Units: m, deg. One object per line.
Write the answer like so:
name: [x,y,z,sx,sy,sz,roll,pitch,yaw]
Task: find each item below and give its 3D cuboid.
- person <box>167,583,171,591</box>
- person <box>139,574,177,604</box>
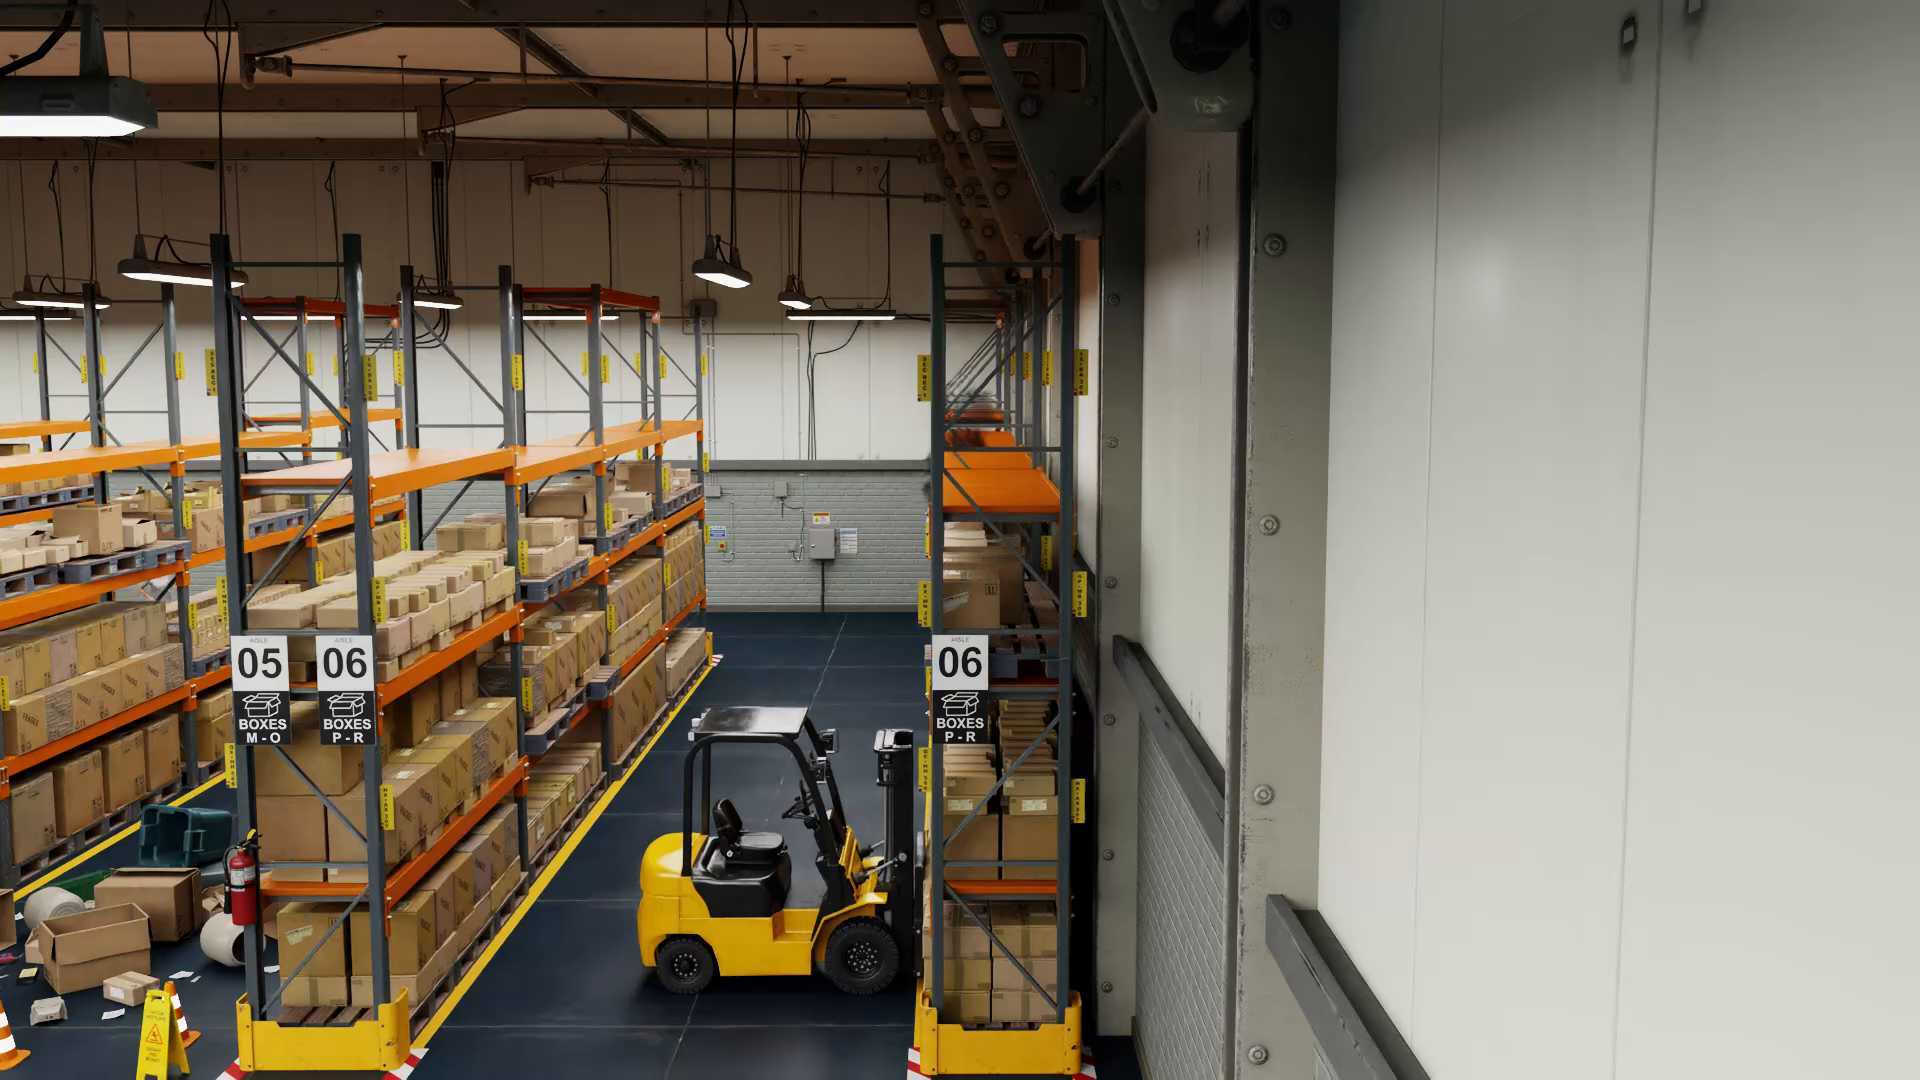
person: [-11.476,2.491,17.650,17.129,1.468,15.859,5,8,36]
person: [-13.929,1.097,29.021,0.664,1.549,0.580,4,7,32]
